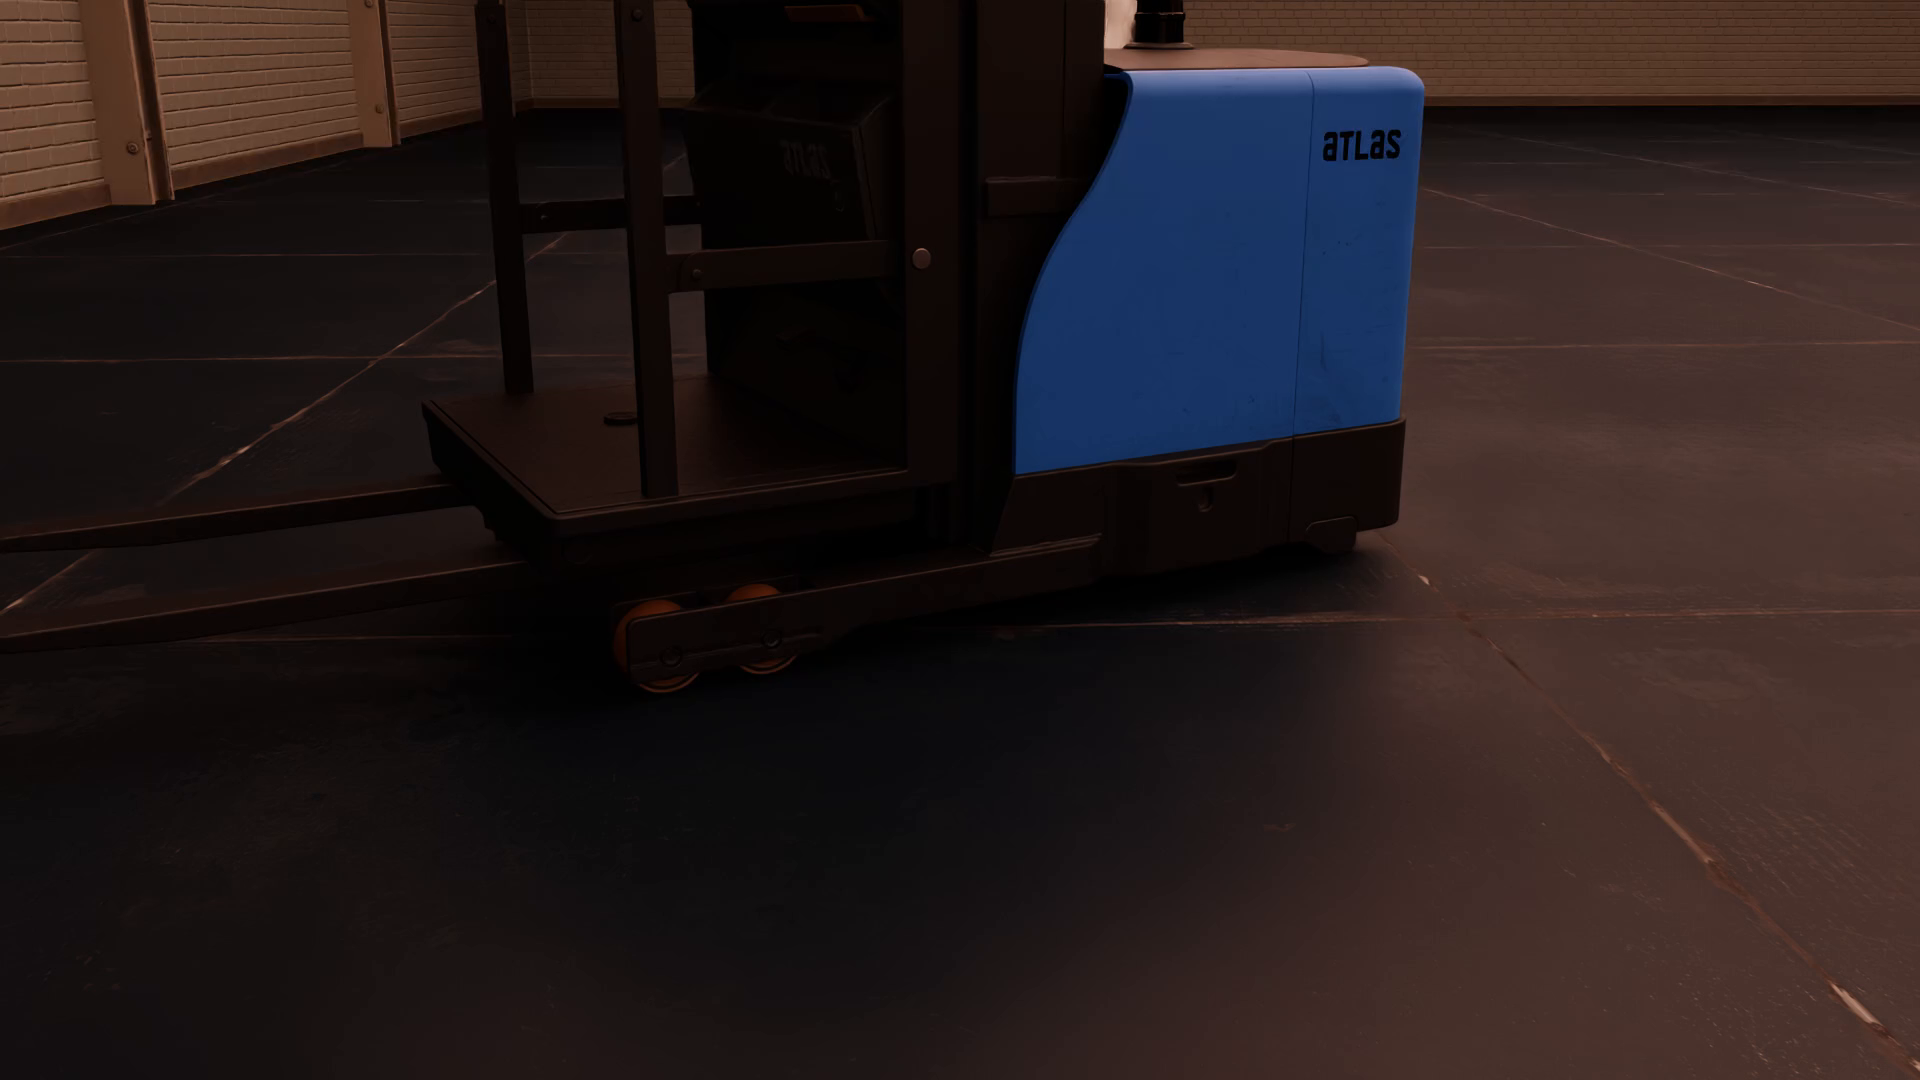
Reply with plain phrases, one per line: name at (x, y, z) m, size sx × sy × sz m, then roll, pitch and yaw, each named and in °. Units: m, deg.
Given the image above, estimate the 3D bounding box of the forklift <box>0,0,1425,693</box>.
forklift at (-0.533, -1.300, 3.157) m, size 3.031 × 2.935 × 1.130 m, roll -9°, pitch 19°, yaw -27°

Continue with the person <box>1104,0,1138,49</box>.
person at (0.407, -1.522, 6.074) m, size 0.621 × 1.769 × 0.769 m, roll -6°, pitch 18°, yaw -18°
